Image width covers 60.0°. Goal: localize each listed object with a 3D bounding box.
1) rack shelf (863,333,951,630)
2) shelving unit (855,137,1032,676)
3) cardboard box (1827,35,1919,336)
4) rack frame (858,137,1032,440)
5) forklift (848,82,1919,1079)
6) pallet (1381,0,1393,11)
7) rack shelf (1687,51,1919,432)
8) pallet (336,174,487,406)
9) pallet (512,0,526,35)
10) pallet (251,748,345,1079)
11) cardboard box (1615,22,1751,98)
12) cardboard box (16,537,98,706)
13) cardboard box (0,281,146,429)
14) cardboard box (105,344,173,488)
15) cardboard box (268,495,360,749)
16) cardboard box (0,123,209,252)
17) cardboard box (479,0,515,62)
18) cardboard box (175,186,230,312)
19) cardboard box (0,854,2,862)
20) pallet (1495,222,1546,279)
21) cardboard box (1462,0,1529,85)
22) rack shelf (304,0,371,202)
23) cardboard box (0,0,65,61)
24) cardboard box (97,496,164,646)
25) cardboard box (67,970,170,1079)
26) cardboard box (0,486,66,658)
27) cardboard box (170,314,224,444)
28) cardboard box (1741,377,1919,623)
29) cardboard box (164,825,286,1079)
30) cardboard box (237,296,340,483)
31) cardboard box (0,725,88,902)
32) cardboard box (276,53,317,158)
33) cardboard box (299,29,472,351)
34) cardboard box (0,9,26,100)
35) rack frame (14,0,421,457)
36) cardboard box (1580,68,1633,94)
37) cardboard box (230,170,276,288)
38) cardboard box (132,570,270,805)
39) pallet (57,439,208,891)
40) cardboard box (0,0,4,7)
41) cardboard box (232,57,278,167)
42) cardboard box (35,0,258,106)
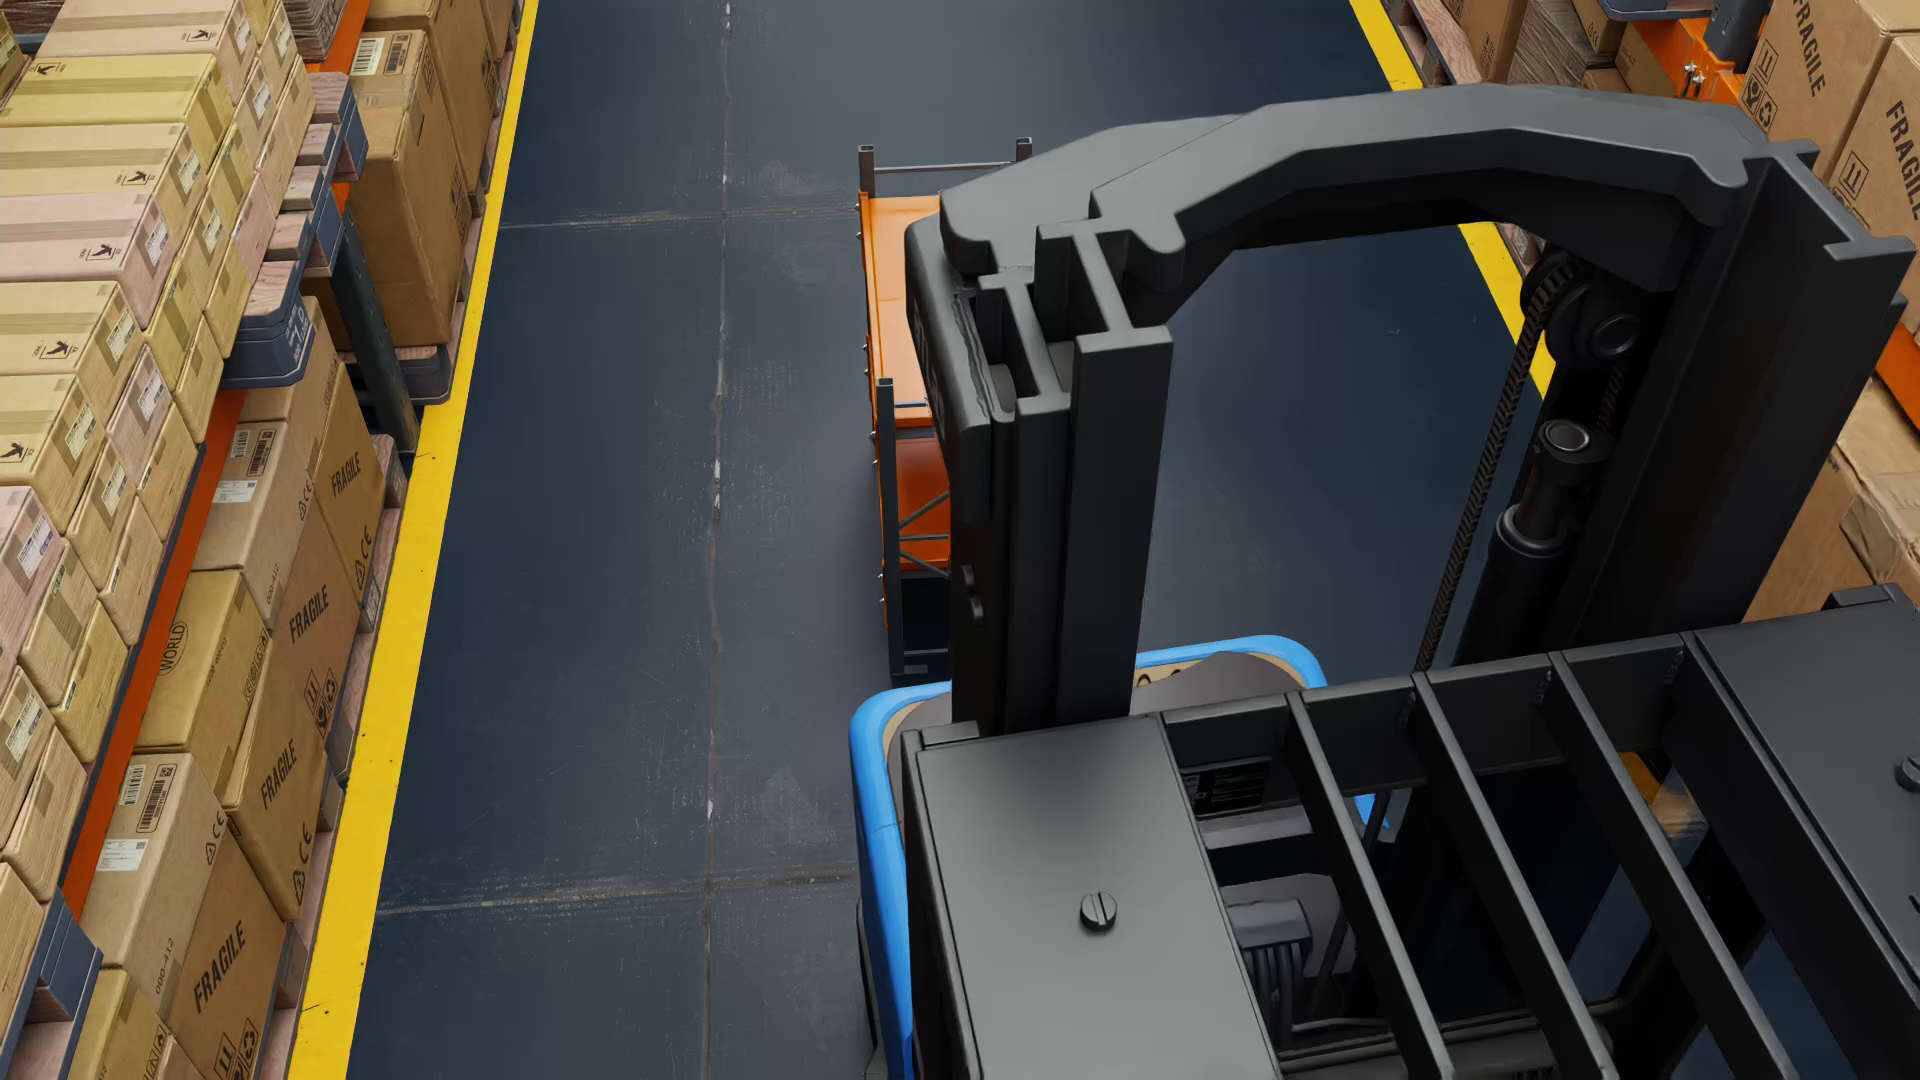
[{"bbox_3d":[0.001,-0.214,5.014,0.538,0.278,1.000,-3,47,-3],"label":"rack shelf"},{"bbox_3d":[0.001,-0.382,4.837,0.538,1.125,1.048,-3,47,-3],"label":"shelving unit"},{"bbox_3d":[2.458,-0.848,3.918,0.500,0.500,0.500,-5,47,-4],"label":"cardboard box"},{"bbox_3d":[-0.042,-0.750,5.185,0.500,1.125,0.032,-3,47,-3],"label":"rack frame"},{"bbox_3d":[0.529,1.041,2.245,1.130,2.935,3.031,-8,47,-7],"label":"forklift"},{"bbox_3d":[2.374,-2.926,7.876,1.003,0.211,1.213,-3,47,-3],"label":"pallet"},{"bbox_3d":[2.810,0.140,3.547,1.077,0.370,4.000,-3,47,-3],"label":"rack shelf"},{"bbox_3d":[-2.299,-0.942,5.997,1.003,0.211,1.213,-3,47,-3],"label":"pallet"},{"bbox_3d":[-2.504,-2.708,7.669,1.003,0.211,1.213,-3,47,-3],"label":"pallet"},{"bbox_3d":[-2.145,1.079,4.083,1.003,0.211,1.213,-3,47,-3],"label":"pallet"},{"bbox_3d":[2.557,-1.587,5.589,0.500,0.250,0.500,-2,47,-2],"label":"cardboard box"},{"bbox_3d":[-1.663,0.146,2.725,0.380,0.149,0.250,-4,47,-4],"label":"cardboard box"},{"bbox_3d":[-1.704,-0.326,2.967,0.380,0.149,0.250,-1,47,-1],"label":"cardboard box"},{"bbox_3d":[-1.703,-0.224,3.075,0.380,0.149,0.250,-2,47,-2],"label":"cardboard box"},{"bbox_3d":[-1.953,0.225,4.403,0.500,0.500,0.500,-2,47,-2],"label":"cardboard box"},{"bbox_3d":[-1.744,-0.698,3.319,0.380,0.149,0.250,-2,47,-2],"label":"cardboard box"},{"bbox_3d":[-2.425,-2.449,6.764,1.050,0.750,0.750,-3,47,-3],"label":"cardboard box"},{"bbox_3d":[-1.744,-0.592,3.424,0.380,0.149,0.250,-3,47,-3],"label":"cardboard box"},{"bbox_3d":[-1.616,0.532,2.359,0.380,0.149,0.250,-5,47,-5],"label":"cardboard box"},{"bbox_3d":[2.579,-1.161,6.204,1.003,0.211,1.213,-3,47,-3],"label":"pallet"},{"bbox_3d":[2.453,-2.140,6.629,0.700,0.500,0.500,0,47,0],"label":"cardboard box"},{"bbox_3d":[-2.476,-2.526,6.072,1.077,0.370,4.000,-3,47,-3],"label":"rack shelf"},{"bbox_3d":[-2.614,-1.670,4.697,0.500,0.500,0.500,-3,47,-3],"label":"cardboard box"},{"bbox_3d":[-1.681,0.070,3.001,0.380,0.149,0.250,-5,47,-5],"label":"cardboard box"},{"bbox_3d":[-1.819,1.089,3.068,0.500,0.250,0.500,-2,47,-2],"label":"cardboard box"},{"bbox_3d":[-1.657,0.057,2.604,0.380,0.149,0.250,-2,47,-2],"label":"cardboard box"},{"bbox_3d":[-1.727,-0.314,3.365,0.380,0.149,0.250,-5,47,-5],"label":"cardboard box"},{"bbox_3d":[2.747,0.178,4.190,1.225,0.875,0.875,-3,47,-3],"label":"cardboard box"},{"bbox_3d":[-1.874,0.971,3.696,0.500,0.500,0.500,-3,47,-3],"label":"cardboard box"},{"bbox_3d":[-1.990,-0.390,4.469,0.500,0.250,0.500,-4,47,-4],"label":"cardboard box"},{"bbox_3d":[-1.636,0.450,2.642,0.380,0.149,0.250,-5,47,-5],"label":"cardboard box"},{"bbox_3d":[-1.809,-1.055,4.067,0.380,0.149,0.250,-3,47,-3],"label":"cardboard box"},{"bbox_3d":[-2.270,-1.143,5.527,1.050,0.750,0.750,-4,47,-4],"label":"cardboard box"},{"bbox_3d":[-2.468,-1.125,3.928,0.380,0.149,0.250,-2,47,-2],"label":"cardboard box"},{"bbox_3d":[-2.308,-1.326,4.440,1.000,3.000,0.127,-3,47,-3],"label":"rack frame"},{"bbox_3d":[2.567,-1.330,5.862,0.700,0.500,0.500,-6,47,-5],"label":"cardboard box"},{"bbox_3d":[-1.768,-0.689,3.721,0.380,0.149,0.250,-3,47,-3],"label":"cardboard box"},{"bbox_3d":[-1.910,0.343,3.775,0.500,0.250,0.500,-2,47,-2],"label":"cardboard box"},{"bbox_3d":[-2.102,0.170,3.156,1.003,0.211,1.213,-3,47,-3],"label":"pallet"},{"bbox_3d":[-2.462,-1.239,3.832,0.380,0.149,0.250,-3,47,-3],"label":"cardboard box"},{"bbox_3d":[-1.789,-0.964,3.776,0.380,0.149,0.250,-2,47,-2],"label":"cardboard box"},{"bbox_3d":[-1.792,-1.080,3.681,0.380,0.149,0.250,-4,47,-4],"label":"cardboard box"}]
